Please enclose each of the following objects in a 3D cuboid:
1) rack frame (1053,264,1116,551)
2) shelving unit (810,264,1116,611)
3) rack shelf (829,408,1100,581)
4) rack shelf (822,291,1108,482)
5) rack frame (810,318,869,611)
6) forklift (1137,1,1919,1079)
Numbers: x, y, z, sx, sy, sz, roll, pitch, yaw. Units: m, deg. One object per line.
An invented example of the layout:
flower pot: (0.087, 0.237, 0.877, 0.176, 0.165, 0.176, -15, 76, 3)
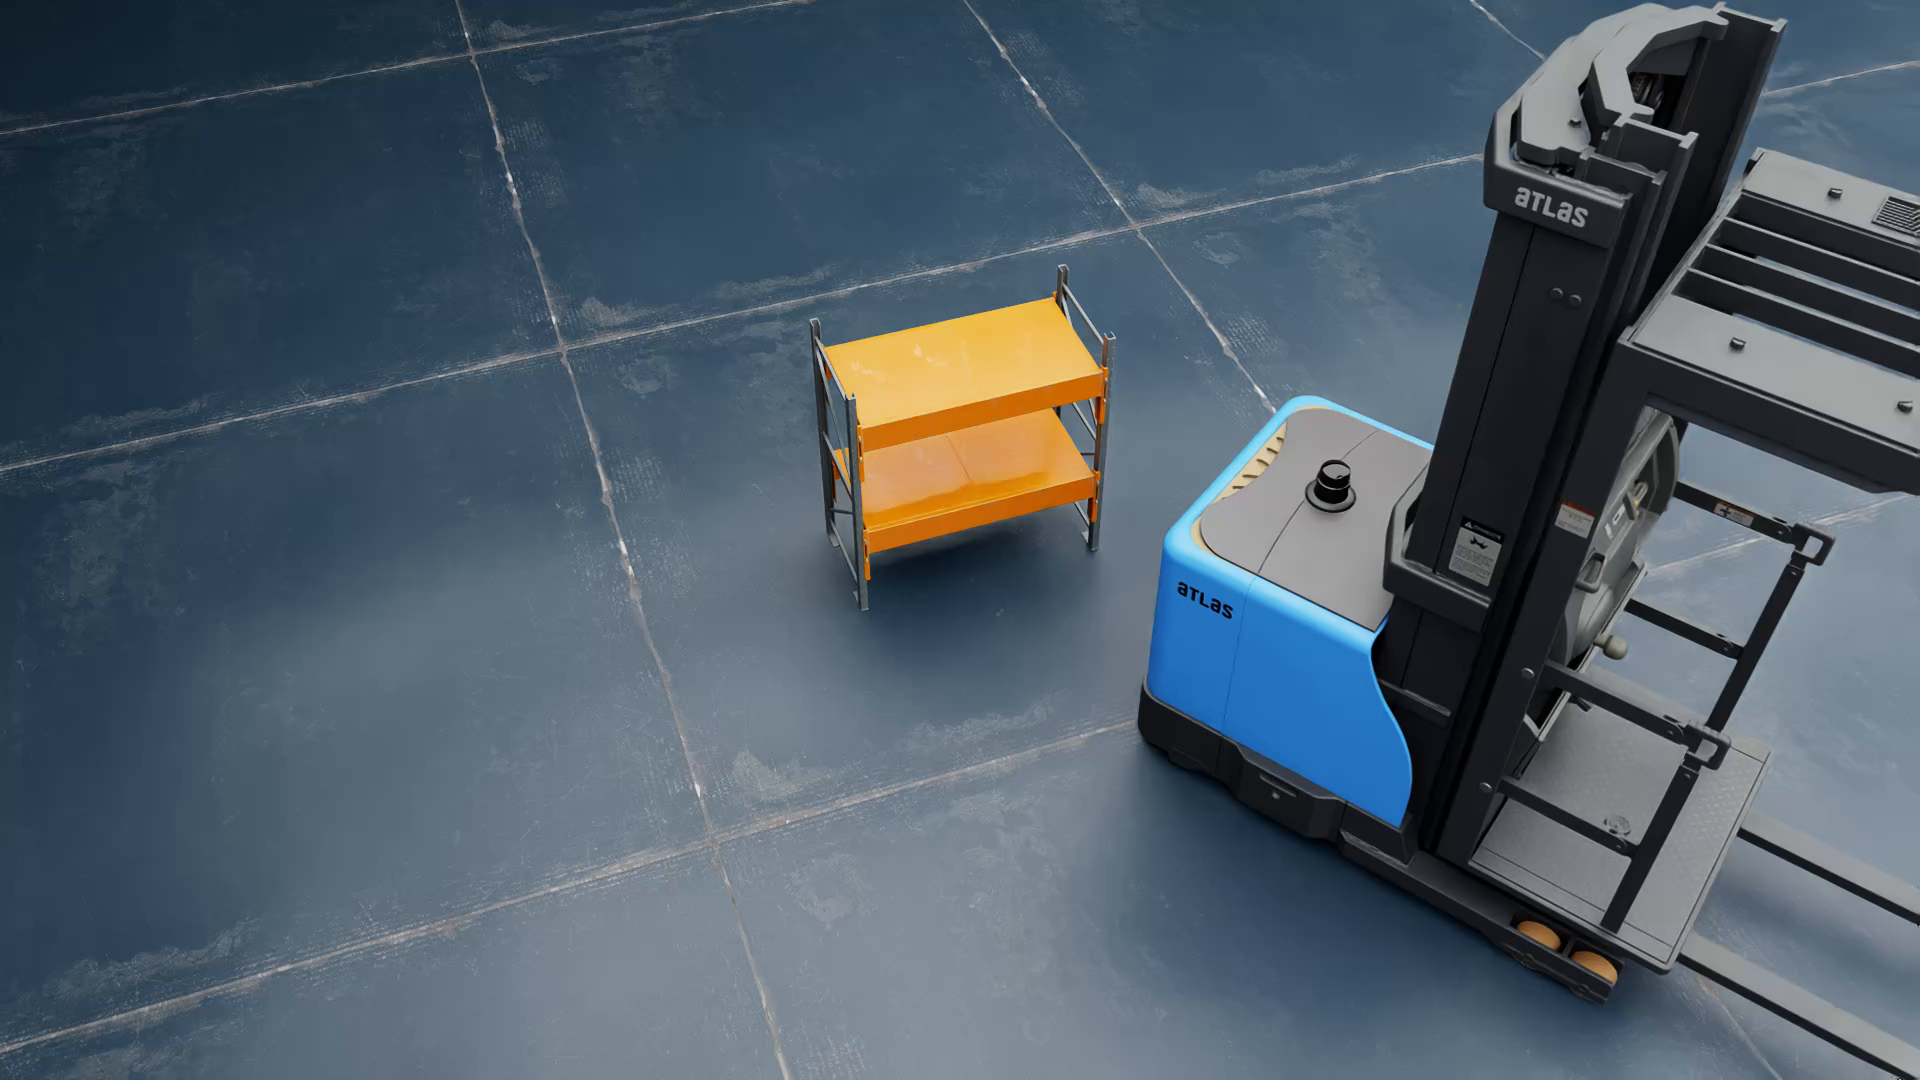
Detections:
rack frame: (0.484, -0.521, 6.784, 0.032, 1.125, 0.500, -14, 47, -14)
shelving unit: (0.006, -0.399, 6.662, 1.048, 1.125, 0.538, -14, 47, -14)
rack shelf: (0.006, -0.226, 6.836, 1.000, 0.278, 0.538, -14, 47, -14)
rack shelf: (0.006, -0.605, 6.455, 1.000, 0.278, 0.538, -14, 47, -14)
rack frame: (-0.472, -0.276, 6.541, 0.032, 1.125, 0.500, -14, 47, -14)
forklift: (2.158, 0.062, 4.928, 3.031, 2.935, 1.130, 27, 51, 25)
